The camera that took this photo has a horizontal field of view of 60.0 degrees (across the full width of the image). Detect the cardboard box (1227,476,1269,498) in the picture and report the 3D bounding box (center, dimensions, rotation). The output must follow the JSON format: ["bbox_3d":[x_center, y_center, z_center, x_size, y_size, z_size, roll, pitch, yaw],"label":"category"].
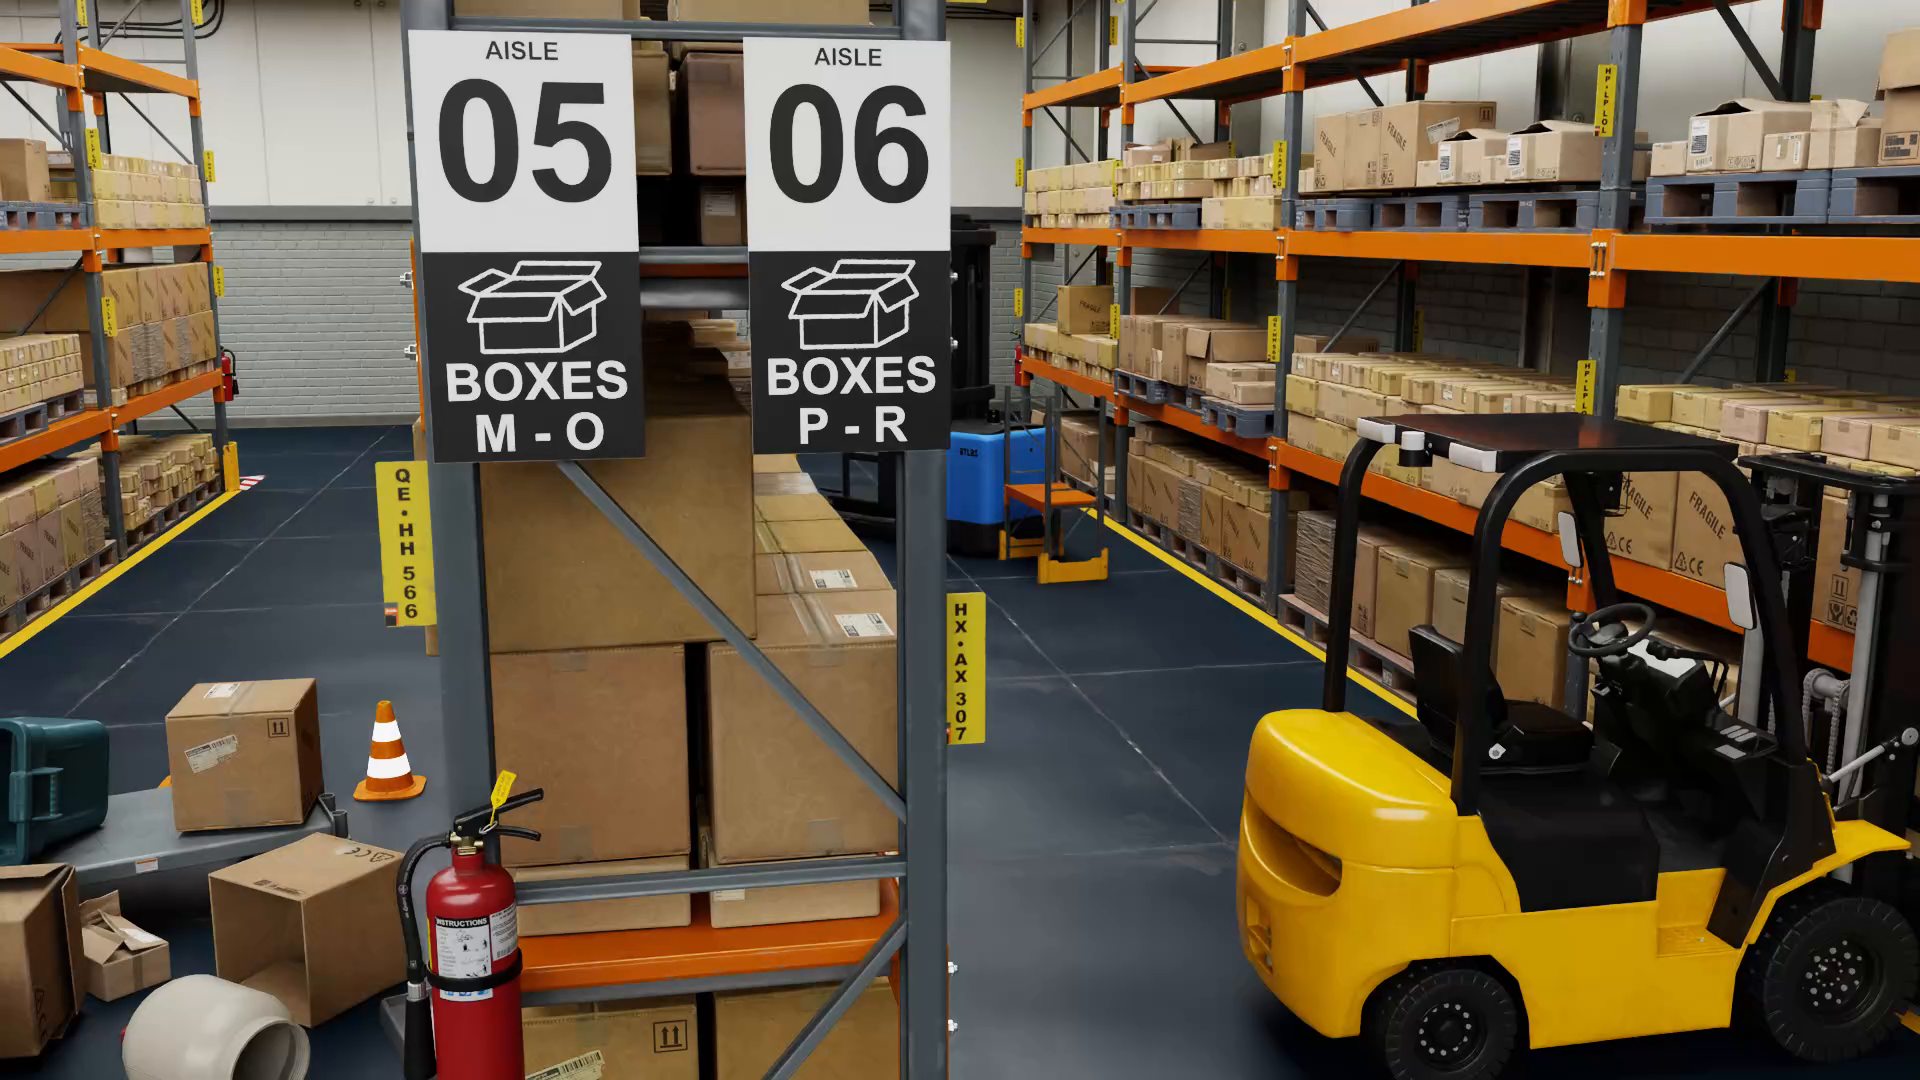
[{"bbox_3d":[2.348,-0.410,13.207,0.380,0.149,0.250,-2,11,-13],"label":"cardboard box"}]

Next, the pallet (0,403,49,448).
[{"bbox_3d":[-7.345,-0.820,12.049,1.003,0.211,1.213,-2,11,-11],"label":"pallet"}]

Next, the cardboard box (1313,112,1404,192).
[{"bbox_3d":[2.686,-2.569,11.043,0.500,0.500,0.500,-2,11,-11],"label":"cardboard box"}]

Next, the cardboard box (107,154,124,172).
[{"bbox_3d":[-7.648,-3.334,14.720,0.380,0.149,0.250,-2,11,-13],"label":"cardboard box"}]

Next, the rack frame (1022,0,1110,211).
[{"bbox_3d":[1.228,-5.347,19.274,1.000,3.000,0.127,-2,11,-11],"label":"rack frame"}]

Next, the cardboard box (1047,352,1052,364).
[{"bbox_3d":[1.192,-2.065,18.751,0.380,0.149,0.250,-2,11,-9],"label":"cardboard box"}]

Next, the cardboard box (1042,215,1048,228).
[{"bbox_3d":[1.119,-3.539,18.469,0.380,0.149,0.250,-2,11,-10],"label":"cardboard box"}]

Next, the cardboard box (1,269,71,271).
[{"bbox_3d":[-8.161,-2.144,14.753,0.500,0.500,0.500,-2,11,-13],"label":"cardboard box"}]

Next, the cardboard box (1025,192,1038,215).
[{"bbox_3d":[1.046,-3.854,19.061,0.500,0.250,0.500,-2,11,-12],"label":"cardboard box"}]

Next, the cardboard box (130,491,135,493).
[{"bbox_3d":[-7.592,-0.359,14.822,0.380,0.149,0.250,-2,11,-11],"label":"cardboard box"}]

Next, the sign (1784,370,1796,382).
[{"bbox_3d":[4.106,-0.683,8.291,0.100,0.325,0.005,-2,11,-11],"label":"sign"}]

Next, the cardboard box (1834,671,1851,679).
[{"bbox_3d":[4.046,0.723,6.983,0.500,0.250,0.500,-2,11,-11],"label":"cardboard box"}]

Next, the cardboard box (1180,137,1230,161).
[{"bbox_3d":[2.216,-3.520,15.078,0.396,0.266,0.258,-2,11,-11],"label":"cardboard box"}]

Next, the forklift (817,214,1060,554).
[{"bbox_3d":[-0.526,-1.523,15.411,3.031,2.935,1.130,10,14,42],"label":"forklift"}]

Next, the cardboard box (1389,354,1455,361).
[{"bbox_3d":[3.206,-1.204,11.550,0.380,0.149,0.250,-2,11,-10],"label":"cardboard box"}]

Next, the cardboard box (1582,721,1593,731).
[{"bbox_3d":[3.331,1.046,7.960,0.500,0.250,0.500,-2,11,-10],"label":"cardboard box"}]

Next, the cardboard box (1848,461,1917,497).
[{"bbox_3d":[3.647,-0.214,6.350,0.380,0.149,0.250,-2,11,-12],"label":"cardboard box"}]

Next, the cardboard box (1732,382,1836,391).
[{"bbox_3d":[3.920,-0.665,7.924,0.380,0.149,0.250,-2,11,-11],"label":"cardboard box"}]

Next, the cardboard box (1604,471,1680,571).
[{"bbox_3d":[3.392,-0.157,7.785,0.500,0.500,0.500,-2,11,-13],"label":"cardboard box"}]

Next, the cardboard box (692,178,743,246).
[{"bbox_3d":[-0.413,-0.752,3.826,0.380,0.149,0.250,-2,11,-13],"label":"cardboard box"}]

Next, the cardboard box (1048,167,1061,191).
[{"bbox_3d":[1.259,-3.915,18.043,0.500,0.250,0.500,-2,11,-12],"label":"cardboard box"}]

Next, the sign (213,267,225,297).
[{"bbox_3d":[-7.928,-2.760,17.789,0.100,0.325,0.005,-2,11,-11],"label":"sign"}]

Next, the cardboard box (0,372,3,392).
[{"bbox_3d":[-7.069,-1.114,11.832,0.380,0.149,0.250,-2,11,-12],"label":"cardboard box"}]

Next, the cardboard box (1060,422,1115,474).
[{"bbox_3d":[1.387,-1.004,18.062,0.500,0.500,0.500,-2,11,-10],"label":"cardboard box"}]

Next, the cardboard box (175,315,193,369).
[{"bbox_3d":[-7.933,-1.955,16.435,0.500,0.500,0.500,-2,11,-11],"label":"cardboard box"}]

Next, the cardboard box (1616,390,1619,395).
[{"bbox_3d":[3.655,-0.736,9.091,0.380,0.149,0.250,-2,11,-11],"label":"cardboard box"}]

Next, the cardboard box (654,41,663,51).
[{"bbox_3d":[-1.028,-1.314,4.650,0.380,0.149,0.250,-2,11,-13],"label":"cardboard box"}]

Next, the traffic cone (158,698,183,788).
[{"bbox_3d":[-3.958,1.035,8.573,0.336,0.463,0.334,-2,11,-11],"label":"traffic cone"}]

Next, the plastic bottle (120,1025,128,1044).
[{"bbox_3d":[-2.895,1.731,5.993,0.133,0.061,0.283,0,11,-1],"label":"plastic bottle"}]

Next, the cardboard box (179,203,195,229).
[{"bbox_3d":[-8.022,-3.253,16.695,0.500,0.250,0.500,-2,11,-11],"label":"cardboard box"}]

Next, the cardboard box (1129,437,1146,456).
[{"bbox_3d":[1.815,-0.887,15.718,0.380,0.149,0.250,-2,11,-8],"label":"cardboard box"}]

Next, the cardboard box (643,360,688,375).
[{"bbox_3d":[-1.133,-0.239,4.746,0.700,0.500,0.500,-2,11,-12],"label":"cardboard box"}]

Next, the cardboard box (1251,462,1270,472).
[{"bbox_3d":[2.684,-0.572,14.058,0.380,0.149,0.250,-2,11,-11],"label":"cardboard box"}]

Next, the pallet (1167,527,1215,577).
[{"bbox_3d":[2.442,0.076,14.287,1.003,0.211,1.213,-2,11,-11],"label":"pallet"}]

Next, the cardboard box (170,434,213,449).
[{"bbox_3d":[-8.125,-1.030,17.550,0.380,0.149,0.250,-2,11,-10],"label":"cardboard box"}]

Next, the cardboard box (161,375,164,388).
[{"bbox_3d":[-7.834,-1.514,15.854,0.380,0.149,0.250,-2,11,-9],"label":"cardboard box"}]

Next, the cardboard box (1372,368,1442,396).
[{"bbox_3d":[2.818,-0.995,10.451,0.380,0.149,0.250,-2,11,-10],"label":"cardboard box"}]

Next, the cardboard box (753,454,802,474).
[{"bbox_3d":[-0.869,-0.046,6.407,0.500,0.500,0.500,-2,11,-9],"label":"cardboard box"}]

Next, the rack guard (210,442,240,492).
[{"bbox_3d":[-8.461,-0.778,18.000,1.175,0.500,0.348,-2,11,-11],"label":"rack guard"}]

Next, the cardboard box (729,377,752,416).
[{"bbox_3d":[-1.116,-0.515,7.750,0.500,0.500,0.500,-2,11,-10],"label":"cardboard box"}]

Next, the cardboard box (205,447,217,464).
[{"bbox_3d":[-8.094,-0.885,17.585,0.380,0.149,0.250,-2,11,-13],"label":"cardboard box"}]

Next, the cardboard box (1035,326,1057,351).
[{"bbox_3d":[1.150,-2.287,18.847,0.500,0.250,0.500,-2,11,-10],"label":"cardboard box"}]

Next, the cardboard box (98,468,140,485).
[{"bbox_3d":[-7.655,-0.552,15.040,0.380,0.149,0.250,-2,11,-12],"label":"cardboard box"}]

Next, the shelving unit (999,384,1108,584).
[{"bbox_3d":[0.770,-0.496,13.847,0.587,1.500,1.083,-3,11,-17],"label":"shelving unit"}]

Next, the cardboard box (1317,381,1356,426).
[{"bbox_3d":[2.727,-0.922,11.136,0.500,0.250,0.500,-2,11,-9],"label":"cardboard box"}]

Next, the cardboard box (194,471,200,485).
[{"bbox_3d":[-8.053,-0.642,17.100,0.380,0.149,0.250,-2,11,-11],"label":"cardboard box"}]

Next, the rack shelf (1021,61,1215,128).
[{"bbox_3d":[1.617,-4.625,17.414,1.077,0.370,4.000,-2,11,-11],"label":"rack shelf"}]

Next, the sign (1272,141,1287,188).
[{"bbox_3d":[2.251,-2.641,11.696,0.100,0.325,0.005,-2,11,-11],"label":"sign"}]

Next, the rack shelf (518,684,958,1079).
[{"bbox_3d":[-0.917,0.703,5.460,1.077,0.370,4.000,-2,11,-11],"label":"rack shelf"}]

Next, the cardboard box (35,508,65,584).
[{"bbox_3d":[-7.112,0.050,12.525,0.500,0.500,0.500,-2,11,-12],"label":"cardboard box"}]

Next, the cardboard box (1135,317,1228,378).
[{"bbox_3d":[1.981,-1.730,14.924,0.700,0.500,0.500,-2,11,-10],"label":"cardboard box"}]

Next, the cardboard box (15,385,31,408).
[{"bbox_3d":[-7.170,-1.065,12.370,0.380,0.149,0.250,-2,11,-9],"label":"cardboard box"}]

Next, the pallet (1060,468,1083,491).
[{"bbox_3d":[1.632,-0.646,18.081,1.003,0.211,1.213,-2,11,-11],"label":"pallet"}]

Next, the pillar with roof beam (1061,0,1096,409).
[{"bbox_3d":[-2.635,-5.717,21.222,9.100,9.000,0.400,-2,11,-11],"label":"pillar with roof beam"}]

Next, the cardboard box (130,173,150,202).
[{"bbox_3d":[-7.733,-3.213,15.150,0.500,0.250,0.500,-2,11,-10],"label":"cardboard box"}]
